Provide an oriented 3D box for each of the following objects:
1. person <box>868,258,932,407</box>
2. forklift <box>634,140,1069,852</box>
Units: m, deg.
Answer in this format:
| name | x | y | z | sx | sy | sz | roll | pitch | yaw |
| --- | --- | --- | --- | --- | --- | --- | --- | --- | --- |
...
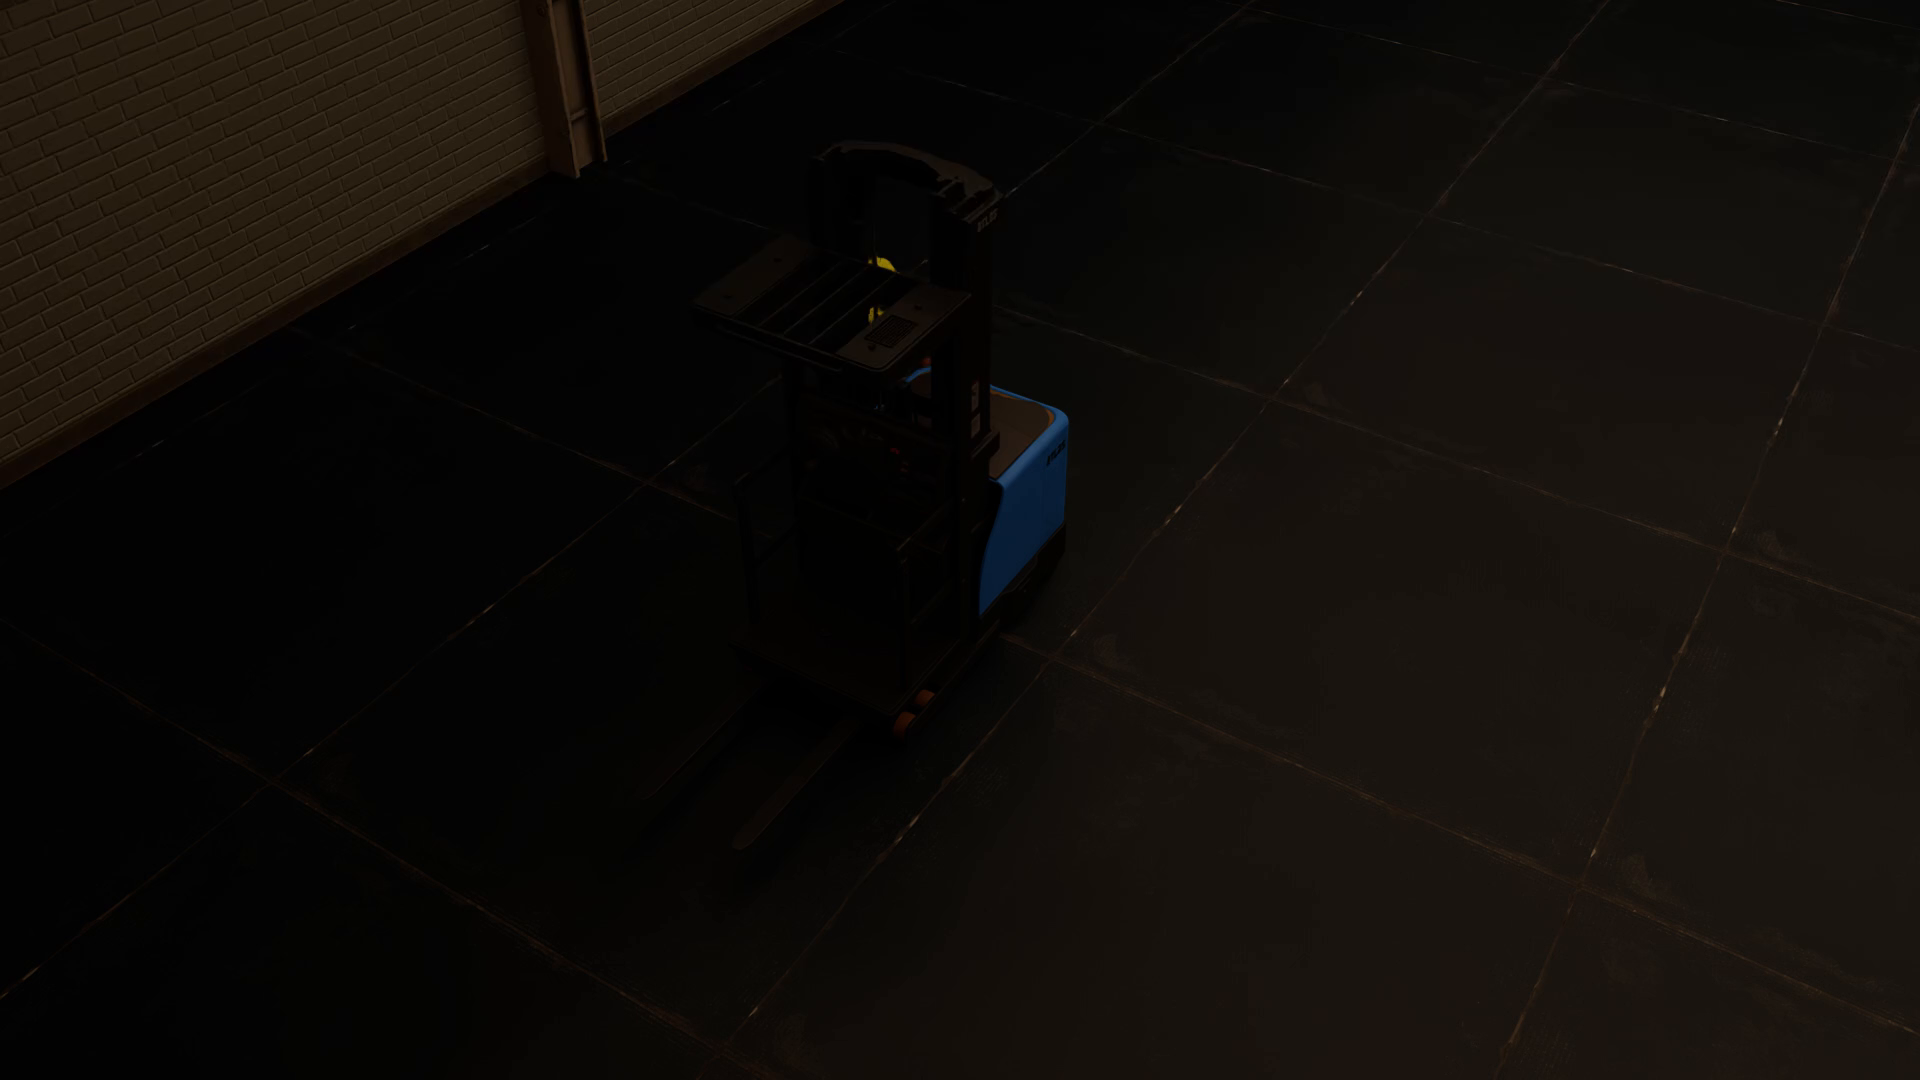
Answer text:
| name | x | y | z | sx | sy | sz | roll | pitch | yaw |
| --- | --- | --- | --- | --- | --- | --- | --- | --- | --- |
| person | -0.440 | -1.065 | 10.276 | 0.863 | 1.659 | 0.654 | 32 | 49 | 32 |
| forklift | -0.565 | -0.377 | 8.412 | 1.130 | 2.935 | 3.031 | 22 | 45 | 24 |
